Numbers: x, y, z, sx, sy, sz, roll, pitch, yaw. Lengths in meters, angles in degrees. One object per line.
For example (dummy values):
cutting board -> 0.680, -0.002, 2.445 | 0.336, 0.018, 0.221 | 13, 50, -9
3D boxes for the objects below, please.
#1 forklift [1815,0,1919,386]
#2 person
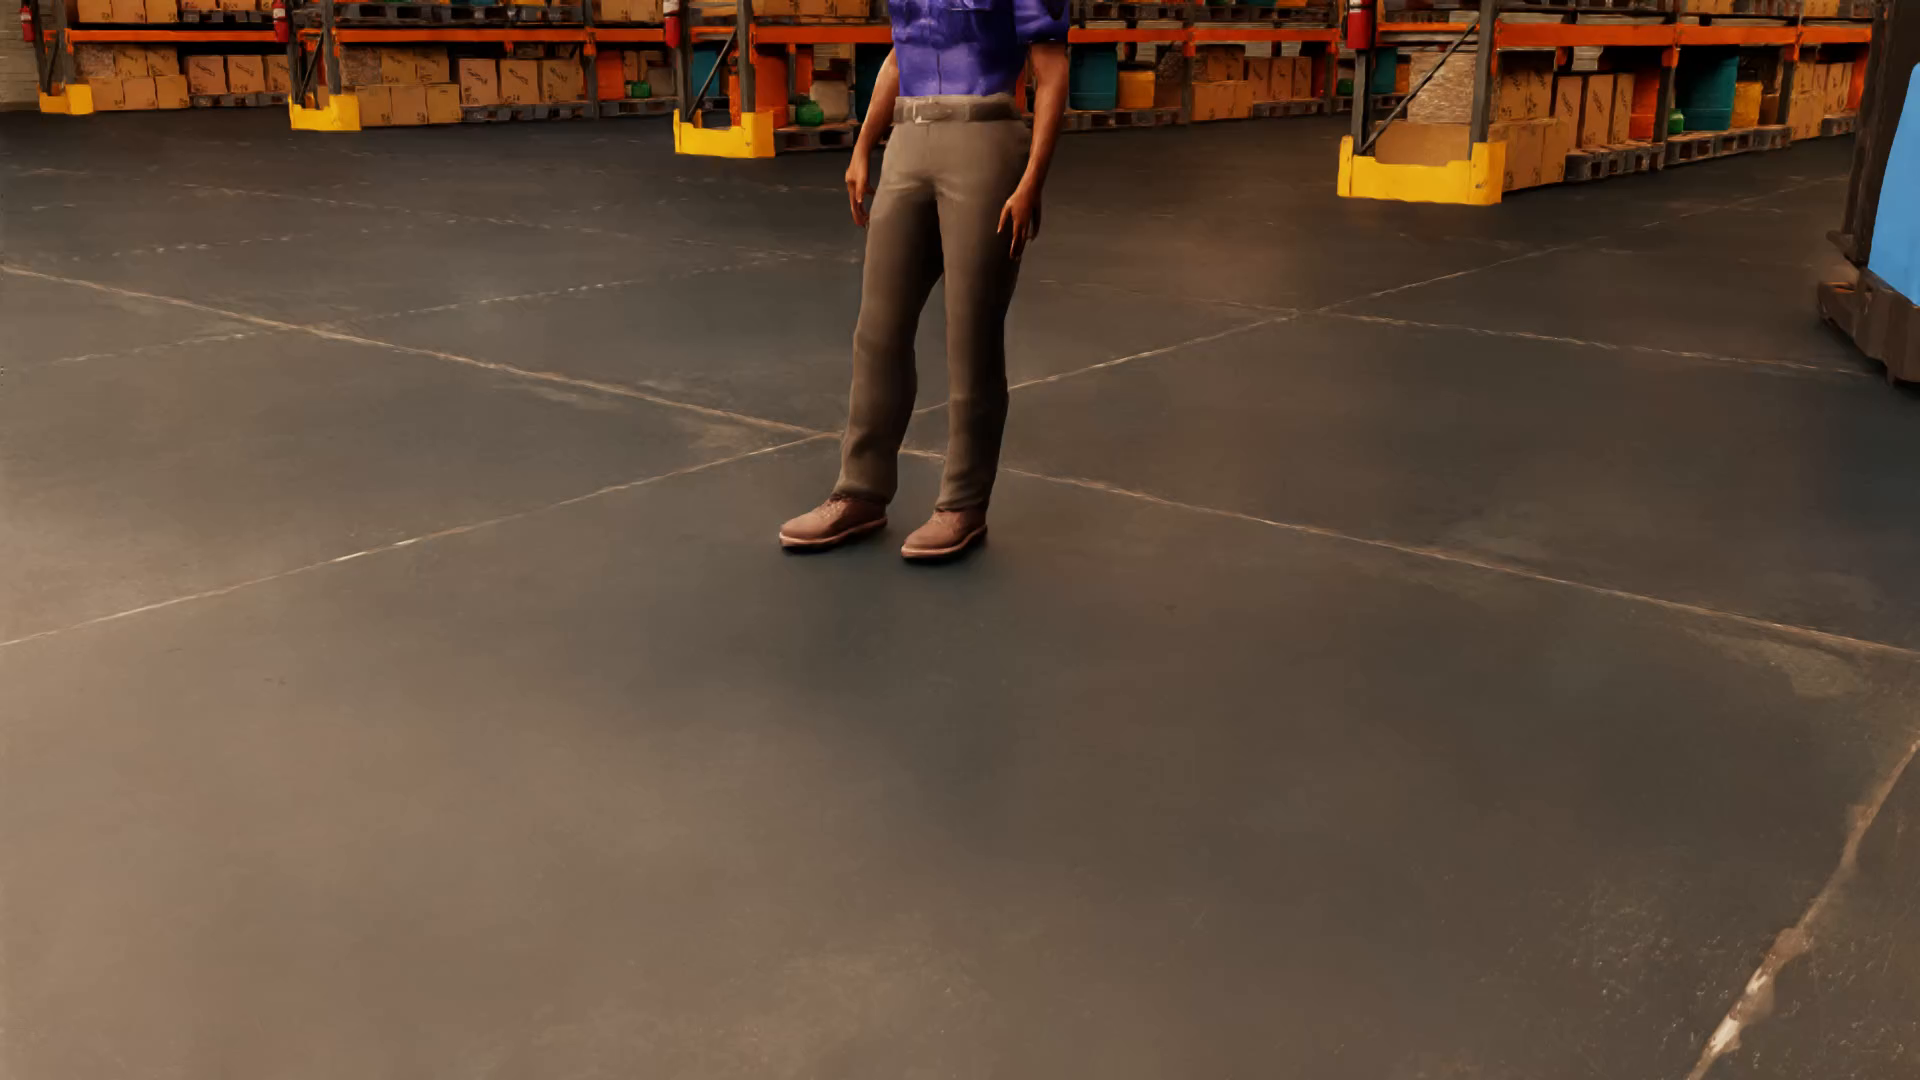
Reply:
forklift -> 4.035, -2.199, 6.138 | 1.130, 2.935, 3.031 | 6, 18, 19
person -> -0.071, -0.783, 3.647 | 0.570, 1.654, 0.503 | 13, 21, 37
